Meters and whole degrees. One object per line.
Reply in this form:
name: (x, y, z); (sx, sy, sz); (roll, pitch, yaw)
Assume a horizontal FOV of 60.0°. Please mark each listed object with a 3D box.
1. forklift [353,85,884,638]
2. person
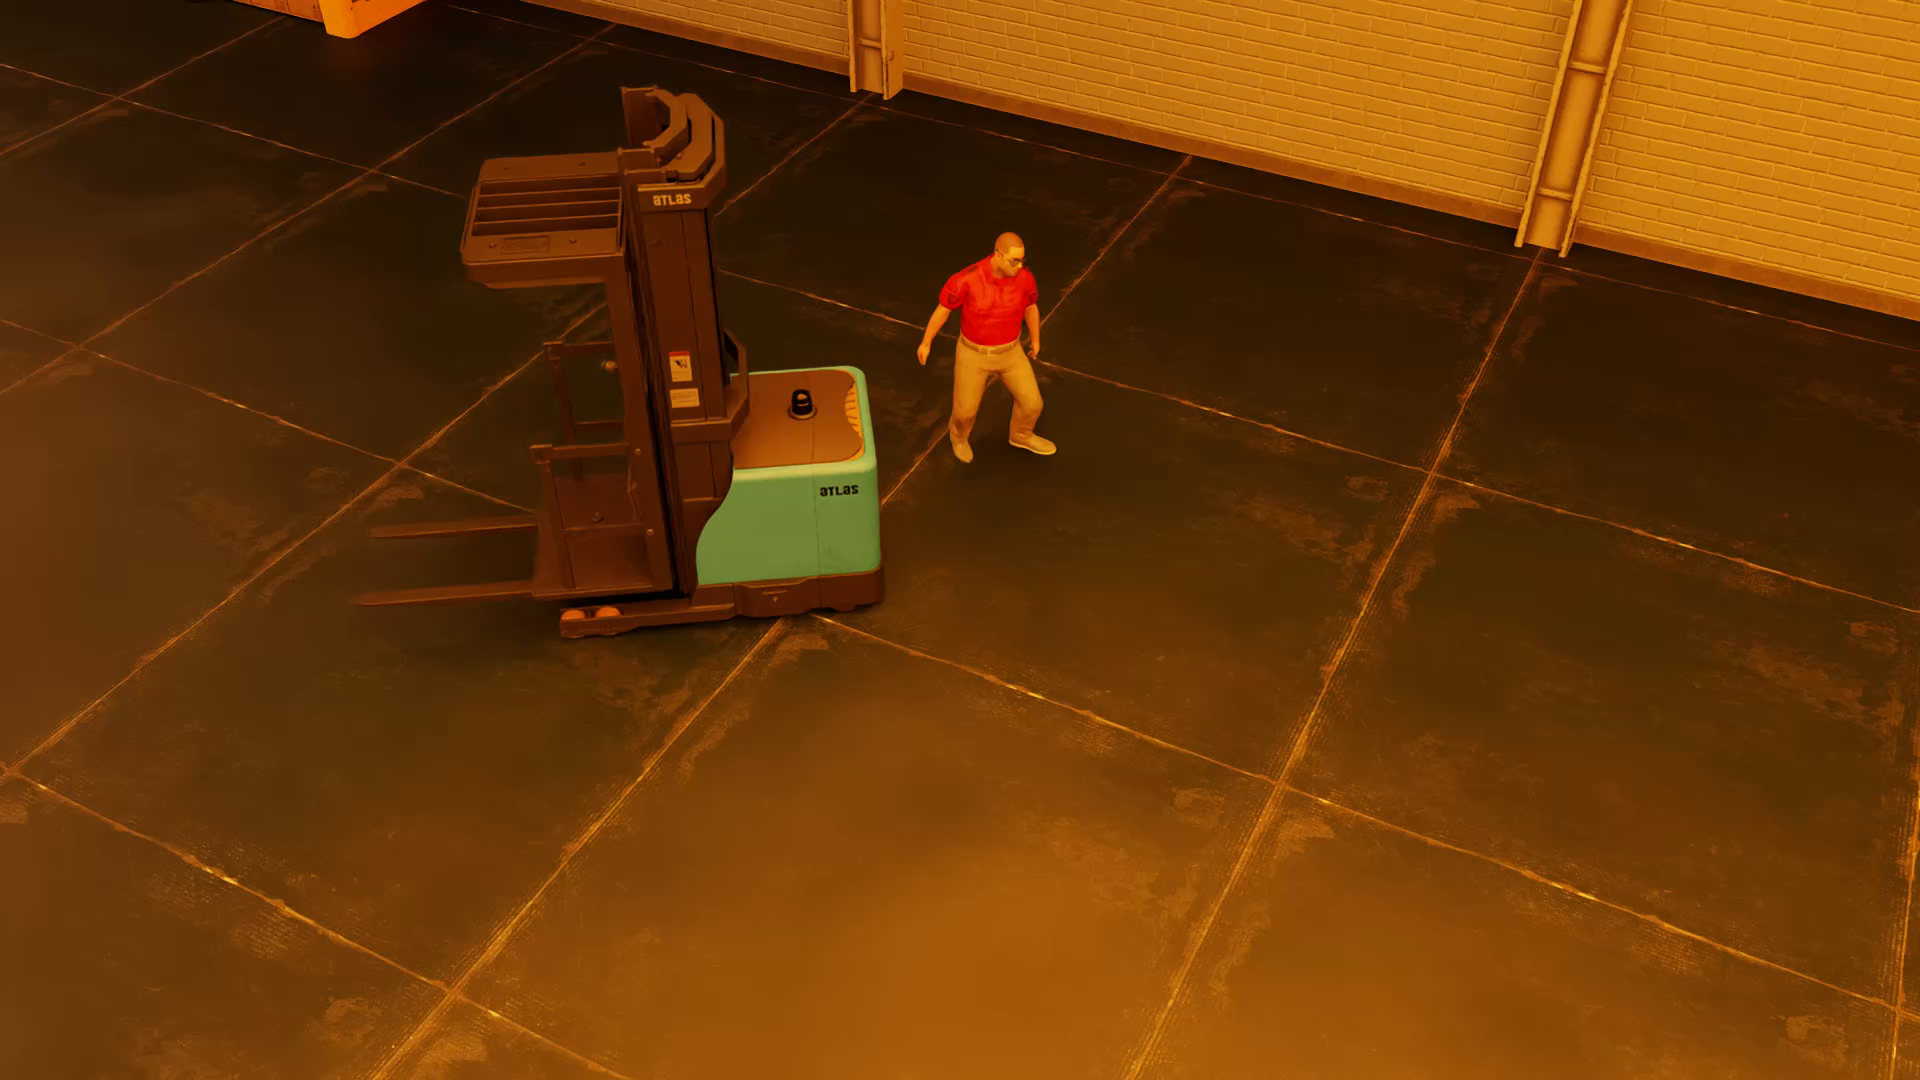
forklift: (-2.000, -0.917, 9.075); (3.031, 2.935, 1.130); (-5, 40, -5)
person: (0.178, -1.194, 10.421); (0.896, 1.712, 0.456); (-8, 41, -9)
